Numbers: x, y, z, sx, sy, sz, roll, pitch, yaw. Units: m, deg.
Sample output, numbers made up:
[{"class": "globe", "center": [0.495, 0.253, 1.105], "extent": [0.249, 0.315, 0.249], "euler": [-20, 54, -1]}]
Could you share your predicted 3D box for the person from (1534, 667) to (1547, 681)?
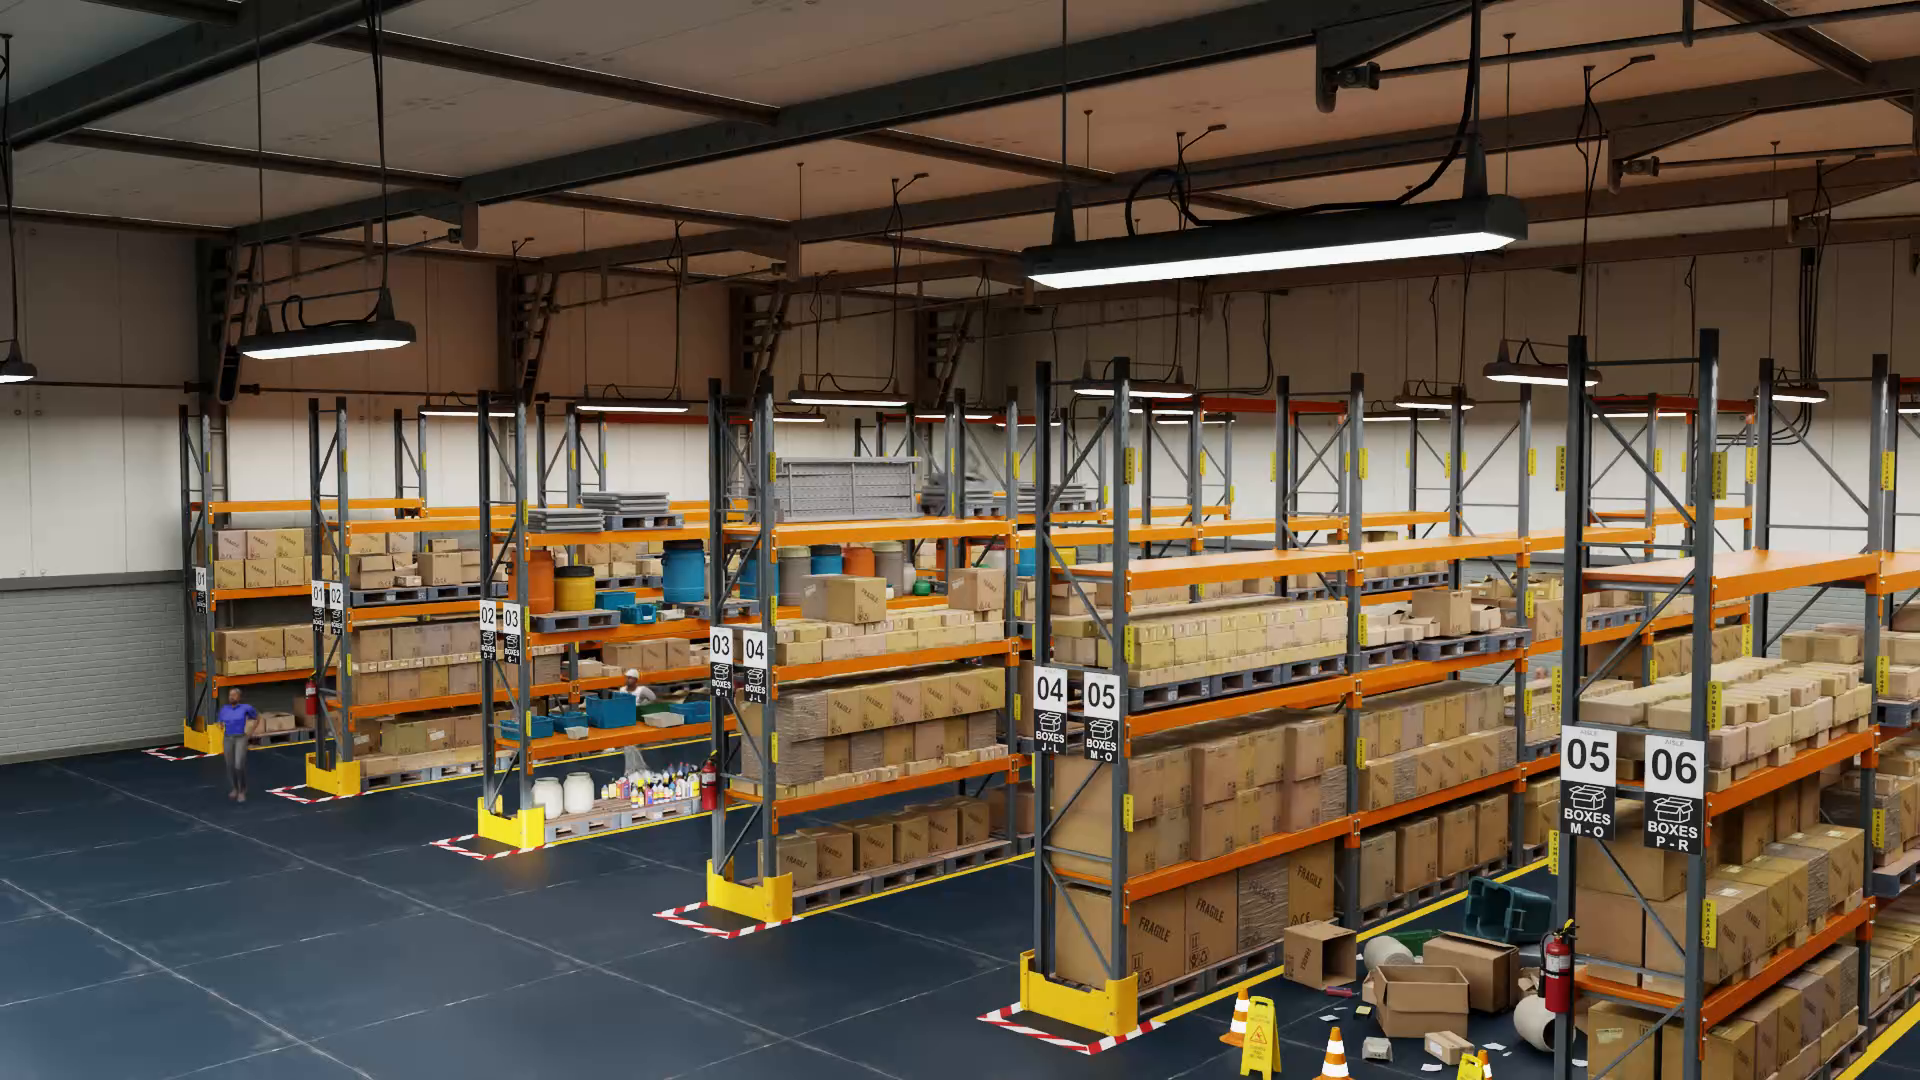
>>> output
[{"class": "person", "center": [9.212, 2.899, 26.211], "extent": [0.958, 1.804, 0.730], "euler": [-2, 4, -39]}]

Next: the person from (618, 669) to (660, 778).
[{"class": "person", "center": [-5.073, 2.907, 25.717], "extent": [0.657, 1.835, 0.763], "euler": [2, 4, 33]}]

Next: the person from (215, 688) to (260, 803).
[{"class": "person", "center": [-10.741, 3.056, 24.661], "extent": [0.580, 1.727, 0.653], "euler": [0, 3, -4]}]
